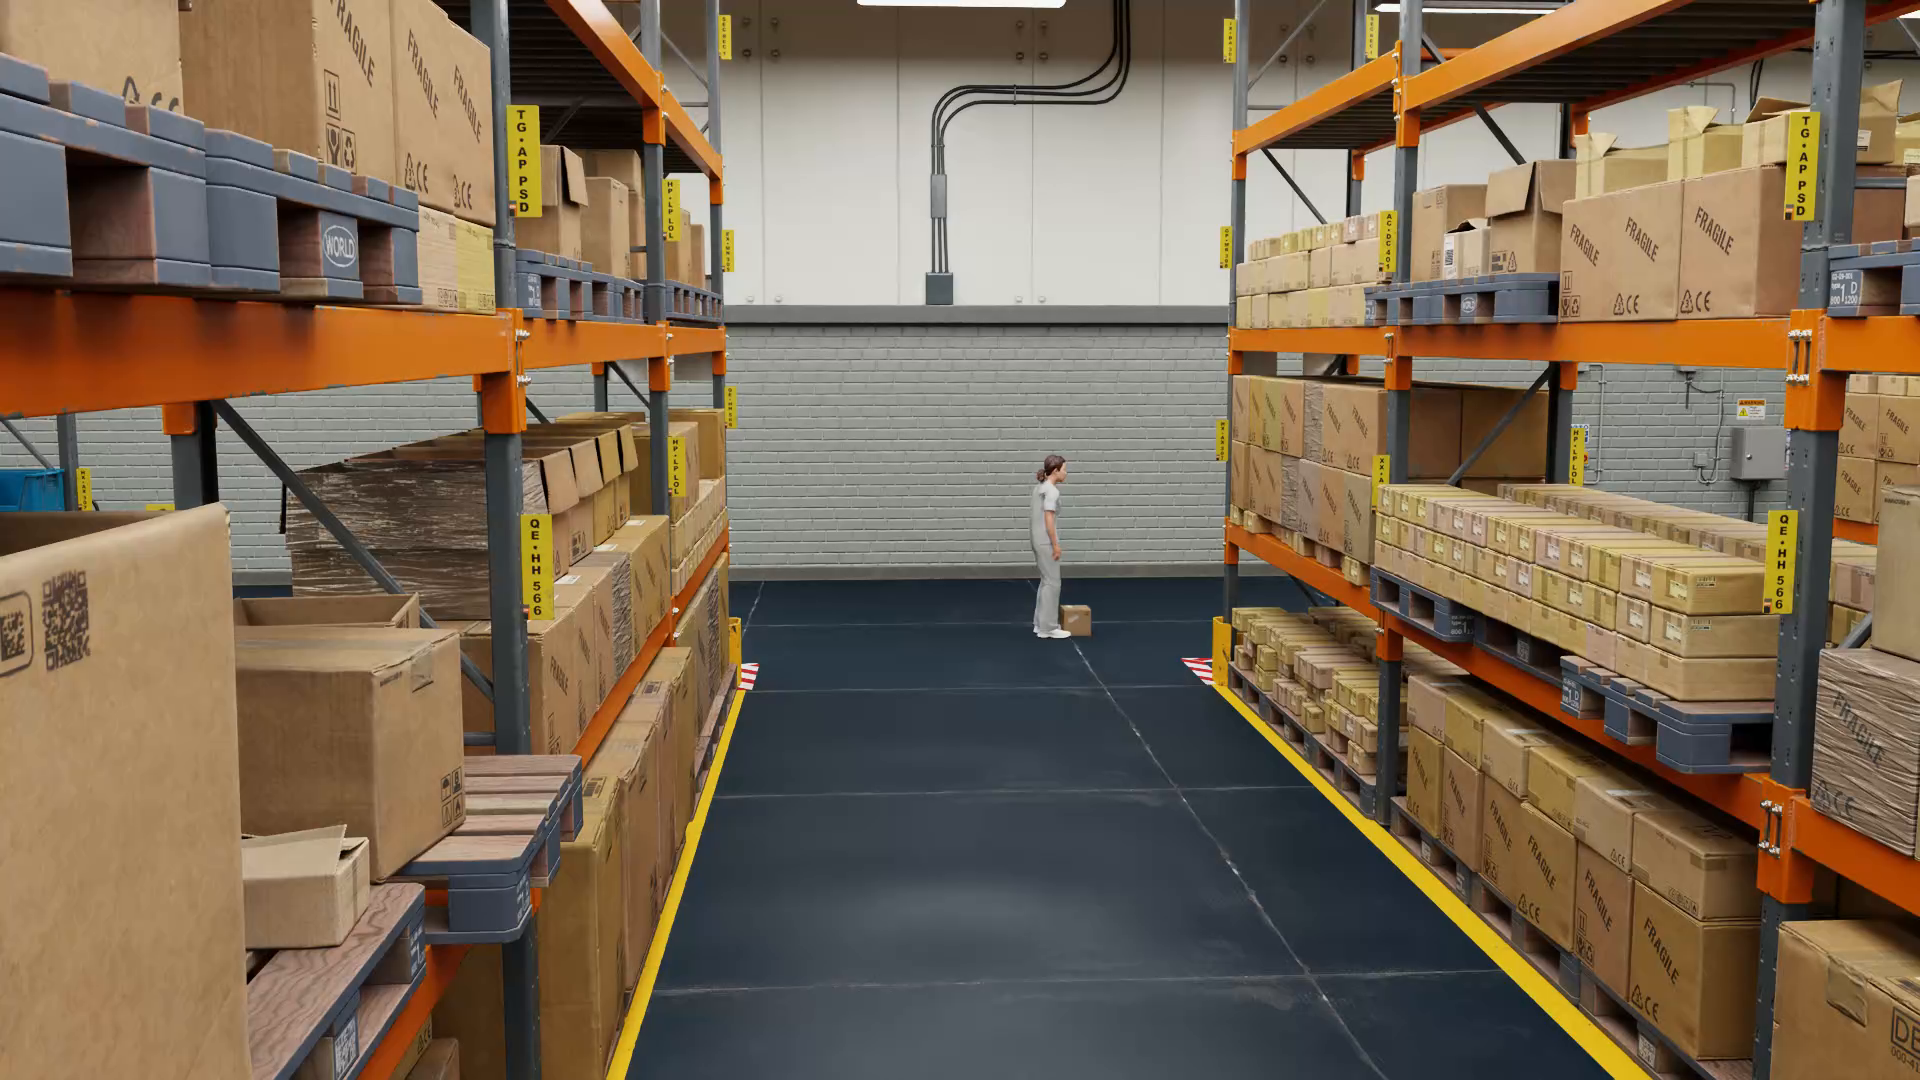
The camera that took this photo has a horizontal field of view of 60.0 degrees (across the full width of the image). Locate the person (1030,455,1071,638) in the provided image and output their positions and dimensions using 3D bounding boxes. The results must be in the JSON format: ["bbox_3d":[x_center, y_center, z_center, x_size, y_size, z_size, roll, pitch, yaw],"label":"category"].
[{"bbox_3d":[0.825,0.048,15.359,0.359,1.672,0.485,-1,7,-4],"label":"person"}]
